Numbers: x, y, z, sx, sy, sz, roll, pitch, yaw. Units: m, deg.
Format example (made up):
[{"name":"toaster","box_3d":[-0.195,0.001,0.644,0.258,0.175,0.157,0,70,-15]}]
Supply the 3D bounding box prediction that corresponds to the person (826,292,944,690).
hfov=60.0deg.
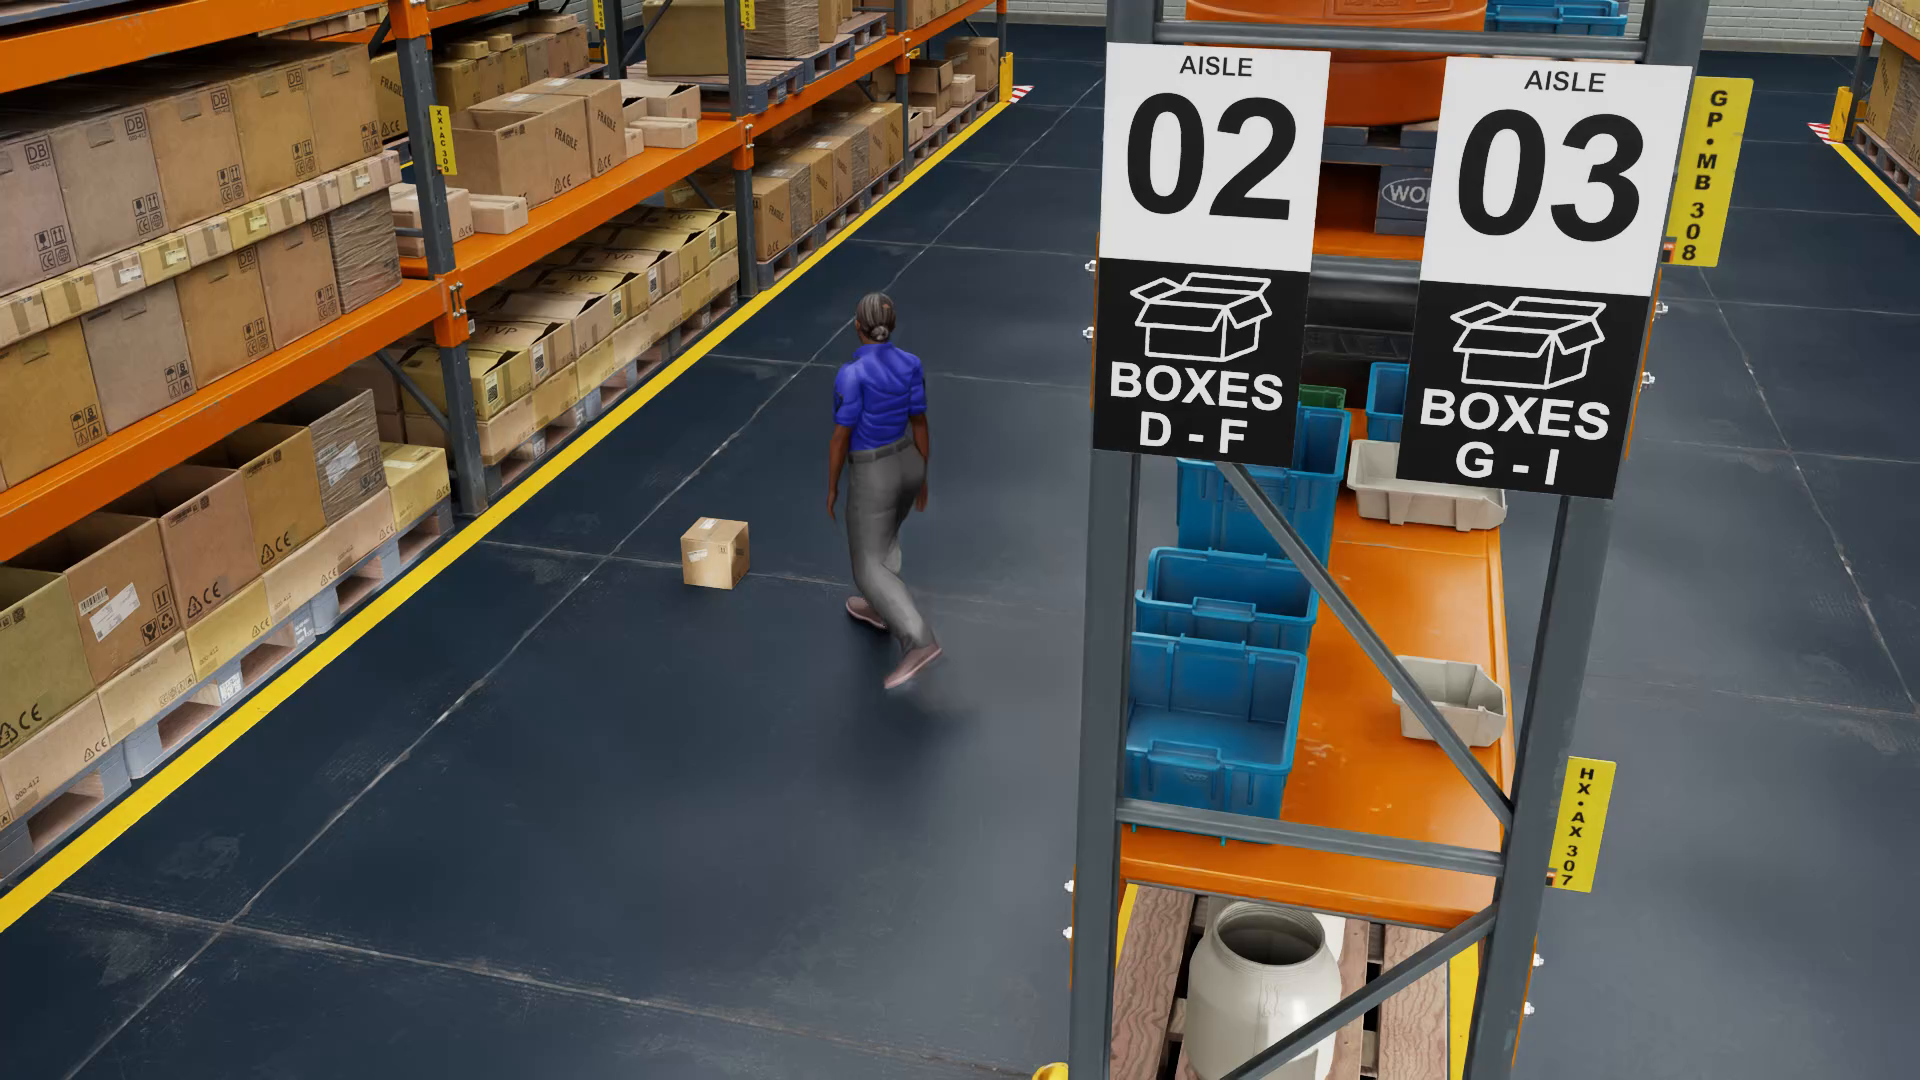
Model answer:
[{"name":"person","box_3d":[-0.329,-0.223,7.081,0.881,1.619,0.590,22,33,38]}]
